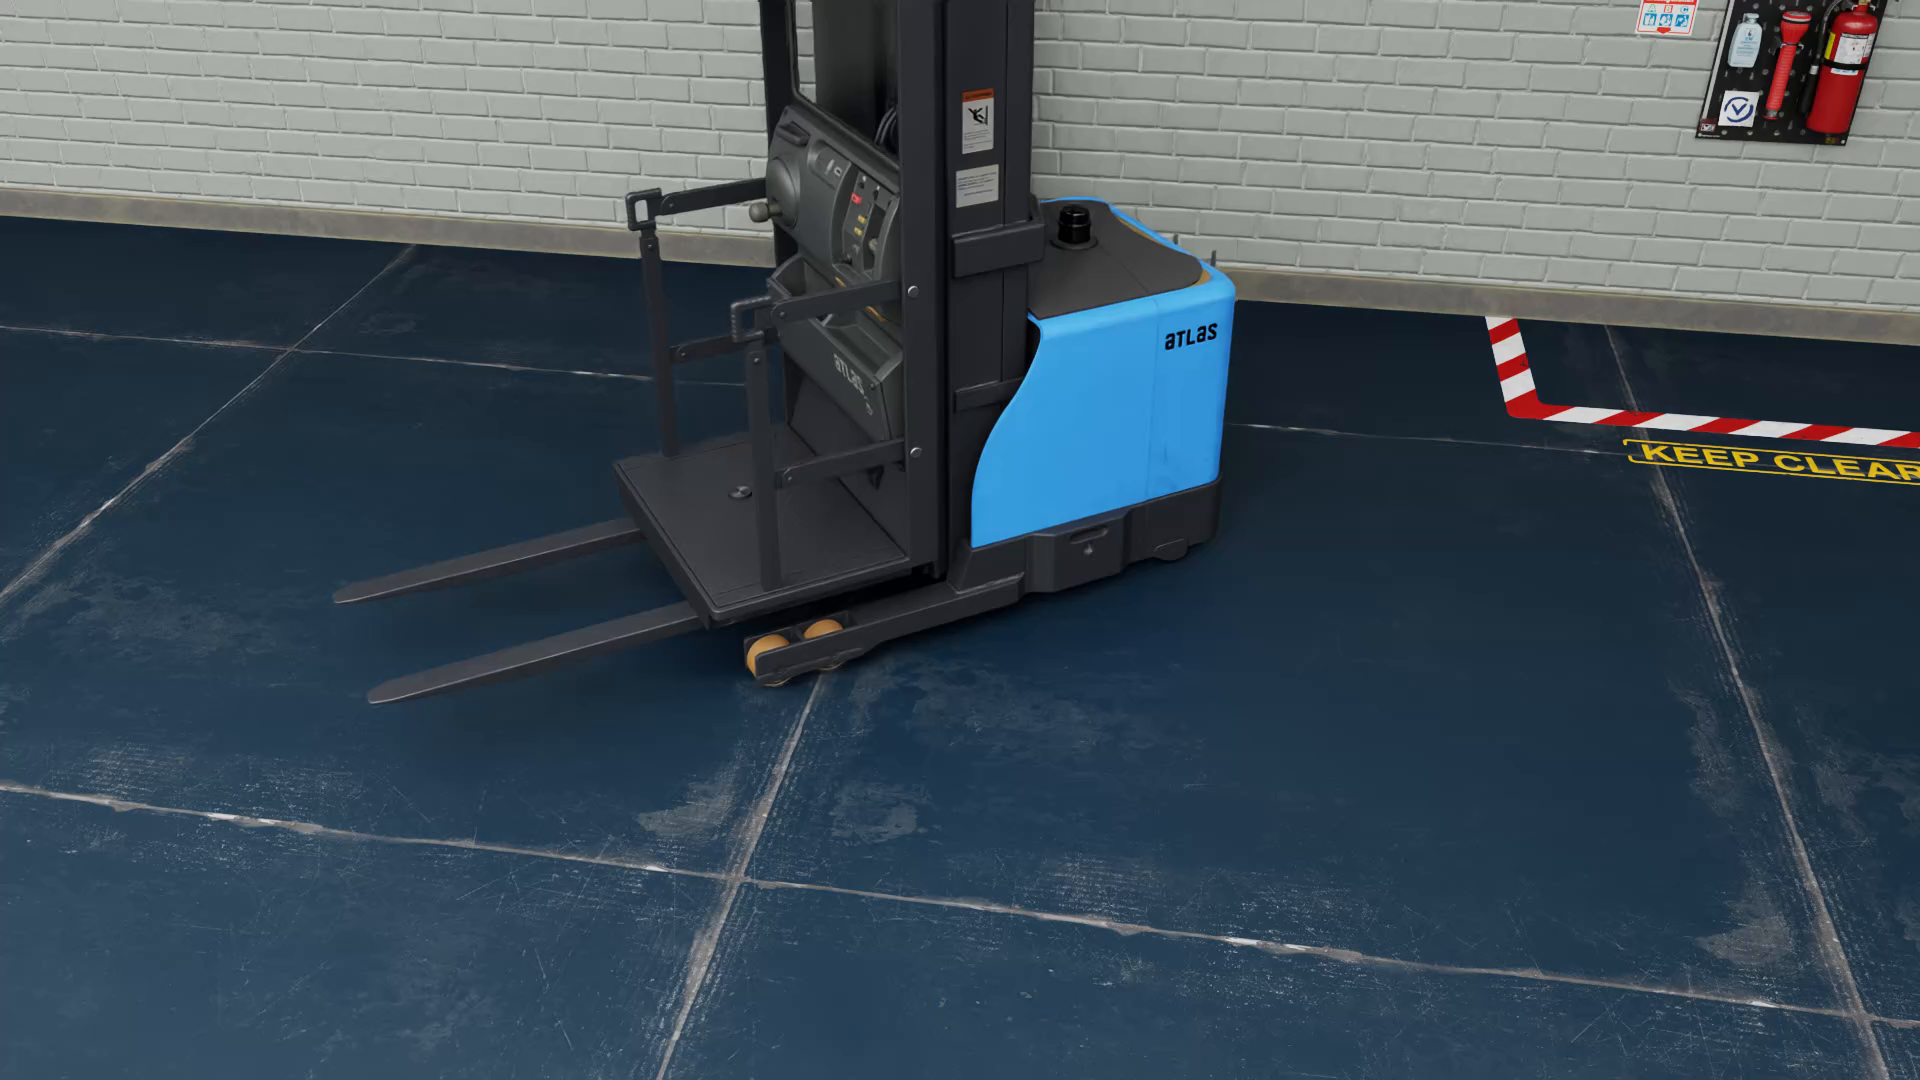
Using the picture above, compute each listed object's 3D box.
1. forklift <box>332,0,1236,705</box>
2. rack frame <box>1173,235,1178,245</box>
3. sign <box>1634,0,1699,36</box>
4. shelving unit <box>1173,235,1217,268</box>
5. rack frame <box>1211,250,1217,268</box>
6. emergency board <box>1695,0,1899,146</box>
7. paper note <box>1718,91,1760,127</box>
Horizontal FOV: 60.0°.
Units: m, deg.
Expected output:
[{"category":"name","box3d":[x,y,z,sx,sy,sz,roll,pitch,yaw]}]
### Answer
[{"category":"forklift","box3d":[-0.593,-1.081,5.215,3.031,2.935,1.130,-15,35,-23]},{"category":"rack frame","box3d":[0.750,-0.761,6.618,0.240,0.900,0.006,-24,39,-33]},{"category":"sign","box3d":[3.036,-2.322,7.099,0.234,0.329,0.001,5,32,8]},{"category":"shelving unit","box3d":[0.814,-0.720,6.551,0.258,0.900,0.210,-24,39,-33]},{"category":"rack frame","box3d":[0.879,-0.678,6.485,0.240,0.900,0.006,-24,39,-33]},{"category":"emergency board","box3d":[3.564,-2.204,6.944,0.643,1.169,0.194,5,32,8]},{"category":"paper note","box3d":[3.401,-1.882,7.260,0.142,0.148,0.016,5,32,8]}]
